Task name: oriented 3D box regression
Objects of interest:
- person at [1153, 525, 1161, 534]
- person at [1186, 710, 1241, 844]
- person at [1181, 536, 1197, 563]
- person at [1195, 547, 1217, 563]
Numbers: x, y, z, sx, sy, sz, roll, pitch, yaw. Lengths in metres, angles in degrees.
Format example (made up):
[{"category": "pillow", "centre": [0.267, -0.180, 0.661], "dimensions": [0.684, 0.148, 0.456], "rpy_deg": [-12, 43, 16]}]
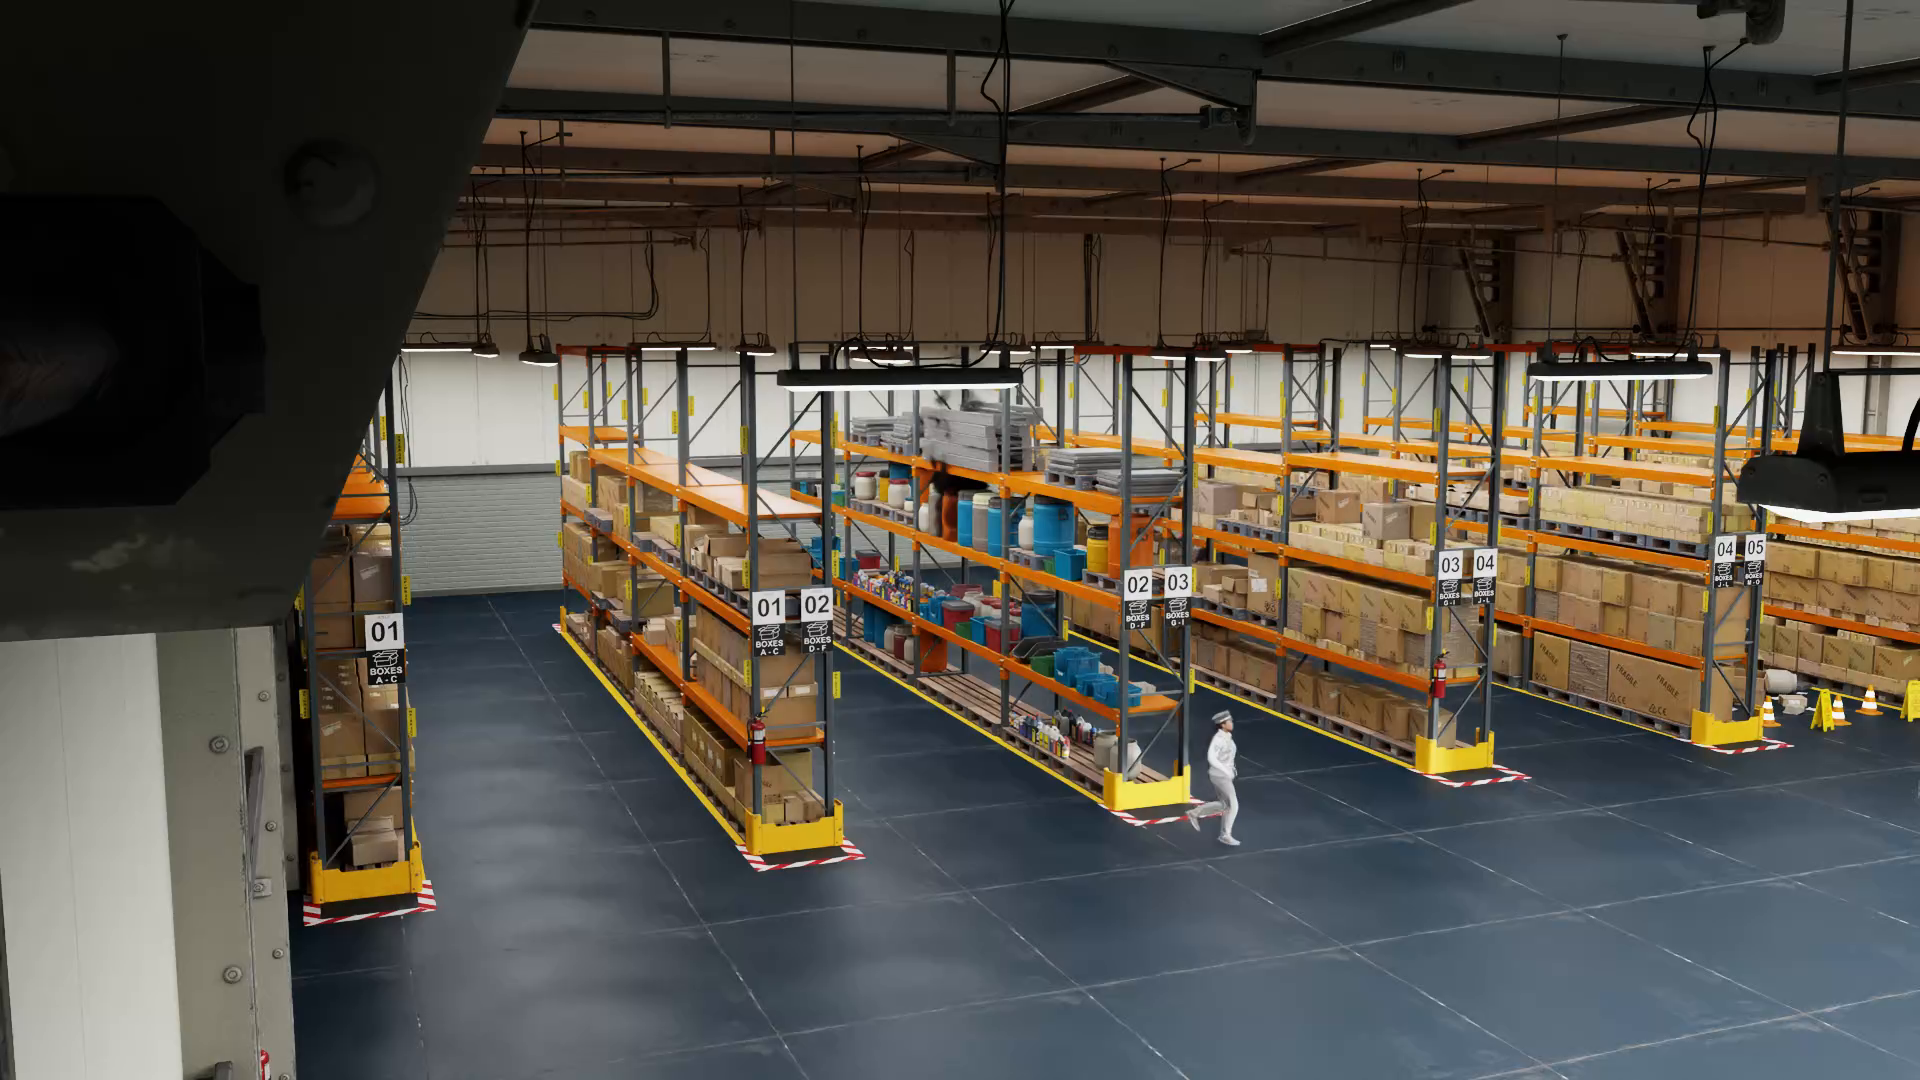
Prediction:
[{"category": "person", "centre": [4.535, 0.388, 40.120], "dimensions": [0.730, 1.807, 0.769], "rpy_deg": [2, 7, 12]}, {"category": "person", "centre": [3.172, 2.926, 20.623], "dimensions": [0.672, 1.673, 0.655], "rpy_deg": [2, 8, 15]}, {"category": "person", "centre": [5.042, 0.682, 37.958], "dimensions": [0.669, 1.768, 0.913], "rpy_deg": [-1, 7, -8]}, {"category": "person", "centre": [6.163, 0.193, 41.758], "dimensions": [0.827, 1.729, 0.703], "rpy_deg": [4, 8, 29]}]
